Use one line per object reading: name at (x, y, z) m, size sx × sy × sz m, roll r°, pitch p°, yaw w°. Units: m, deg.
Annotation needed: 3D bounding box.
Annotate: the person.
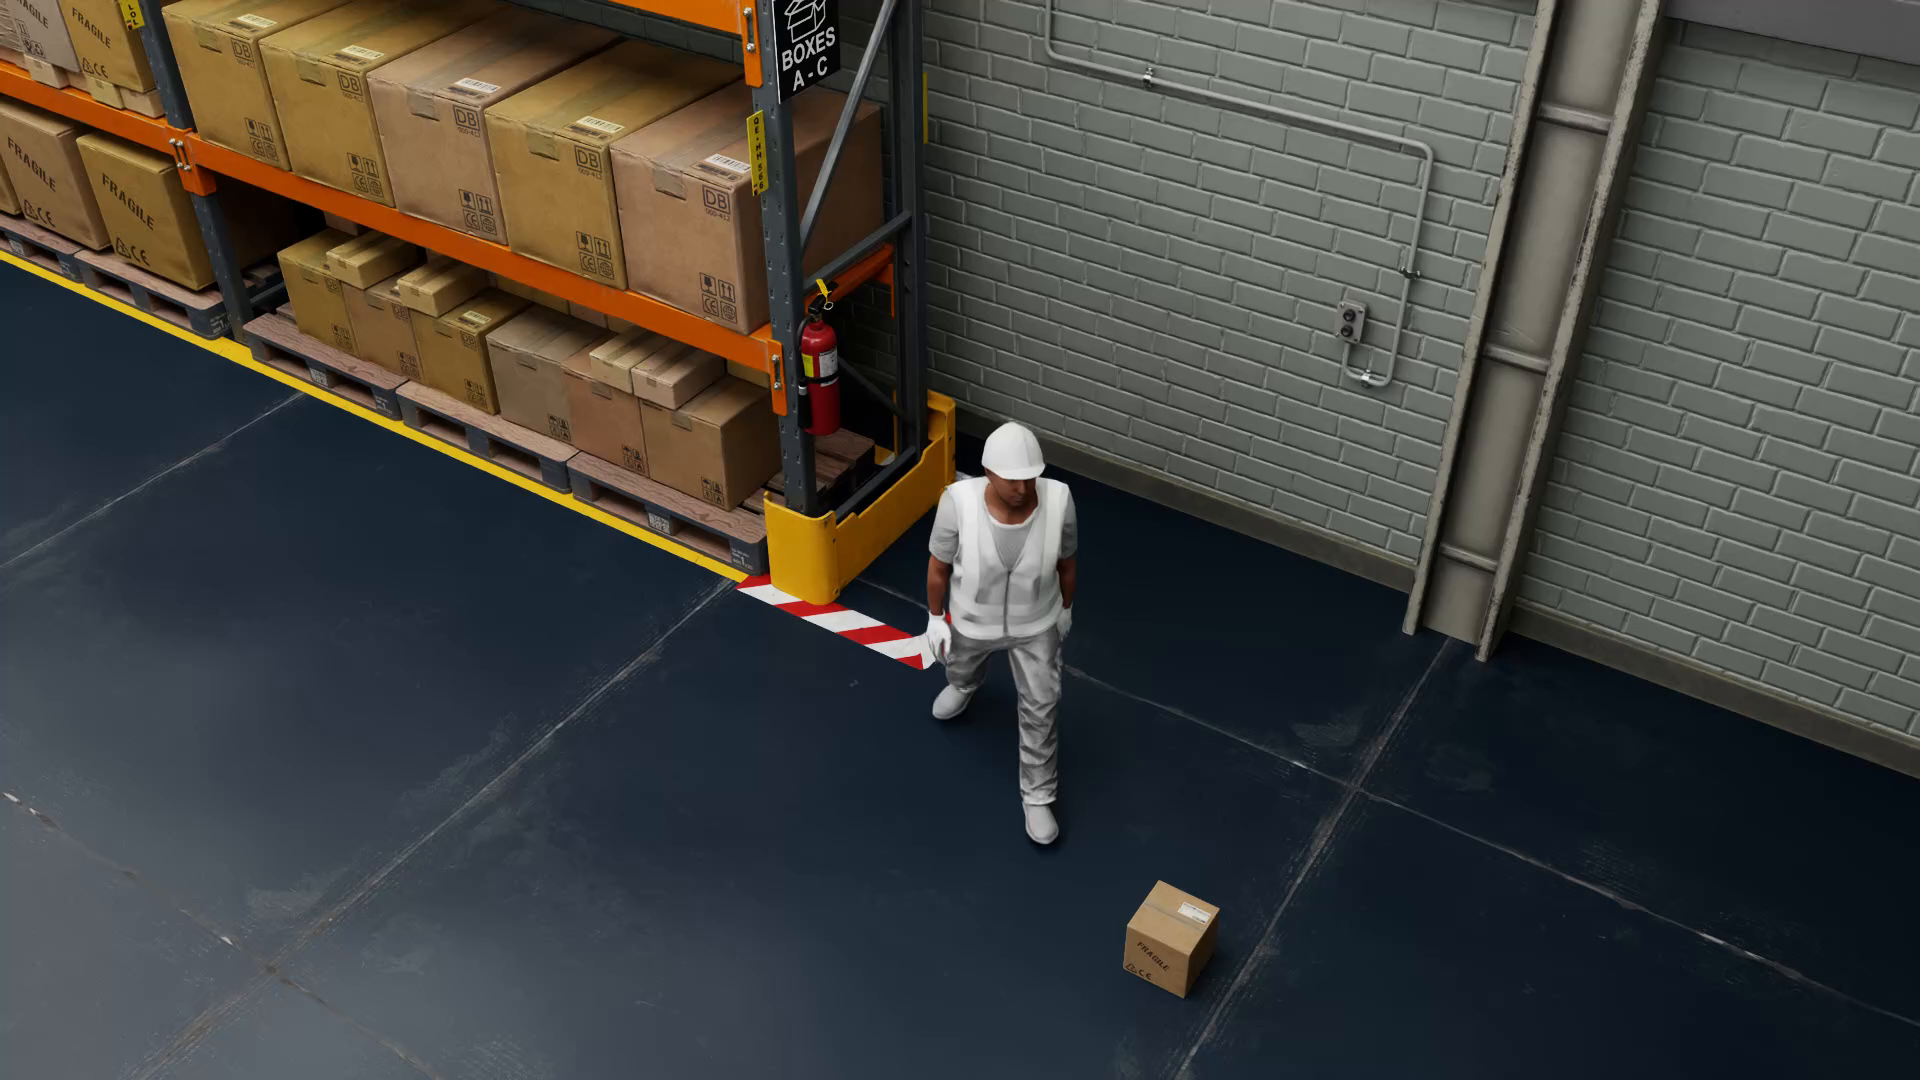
person at (0.155, 0.254, 6.344) m, size 0.566 × 1.767 × 0.926 m, roll 0°, pitch 38°, yaw 0°
